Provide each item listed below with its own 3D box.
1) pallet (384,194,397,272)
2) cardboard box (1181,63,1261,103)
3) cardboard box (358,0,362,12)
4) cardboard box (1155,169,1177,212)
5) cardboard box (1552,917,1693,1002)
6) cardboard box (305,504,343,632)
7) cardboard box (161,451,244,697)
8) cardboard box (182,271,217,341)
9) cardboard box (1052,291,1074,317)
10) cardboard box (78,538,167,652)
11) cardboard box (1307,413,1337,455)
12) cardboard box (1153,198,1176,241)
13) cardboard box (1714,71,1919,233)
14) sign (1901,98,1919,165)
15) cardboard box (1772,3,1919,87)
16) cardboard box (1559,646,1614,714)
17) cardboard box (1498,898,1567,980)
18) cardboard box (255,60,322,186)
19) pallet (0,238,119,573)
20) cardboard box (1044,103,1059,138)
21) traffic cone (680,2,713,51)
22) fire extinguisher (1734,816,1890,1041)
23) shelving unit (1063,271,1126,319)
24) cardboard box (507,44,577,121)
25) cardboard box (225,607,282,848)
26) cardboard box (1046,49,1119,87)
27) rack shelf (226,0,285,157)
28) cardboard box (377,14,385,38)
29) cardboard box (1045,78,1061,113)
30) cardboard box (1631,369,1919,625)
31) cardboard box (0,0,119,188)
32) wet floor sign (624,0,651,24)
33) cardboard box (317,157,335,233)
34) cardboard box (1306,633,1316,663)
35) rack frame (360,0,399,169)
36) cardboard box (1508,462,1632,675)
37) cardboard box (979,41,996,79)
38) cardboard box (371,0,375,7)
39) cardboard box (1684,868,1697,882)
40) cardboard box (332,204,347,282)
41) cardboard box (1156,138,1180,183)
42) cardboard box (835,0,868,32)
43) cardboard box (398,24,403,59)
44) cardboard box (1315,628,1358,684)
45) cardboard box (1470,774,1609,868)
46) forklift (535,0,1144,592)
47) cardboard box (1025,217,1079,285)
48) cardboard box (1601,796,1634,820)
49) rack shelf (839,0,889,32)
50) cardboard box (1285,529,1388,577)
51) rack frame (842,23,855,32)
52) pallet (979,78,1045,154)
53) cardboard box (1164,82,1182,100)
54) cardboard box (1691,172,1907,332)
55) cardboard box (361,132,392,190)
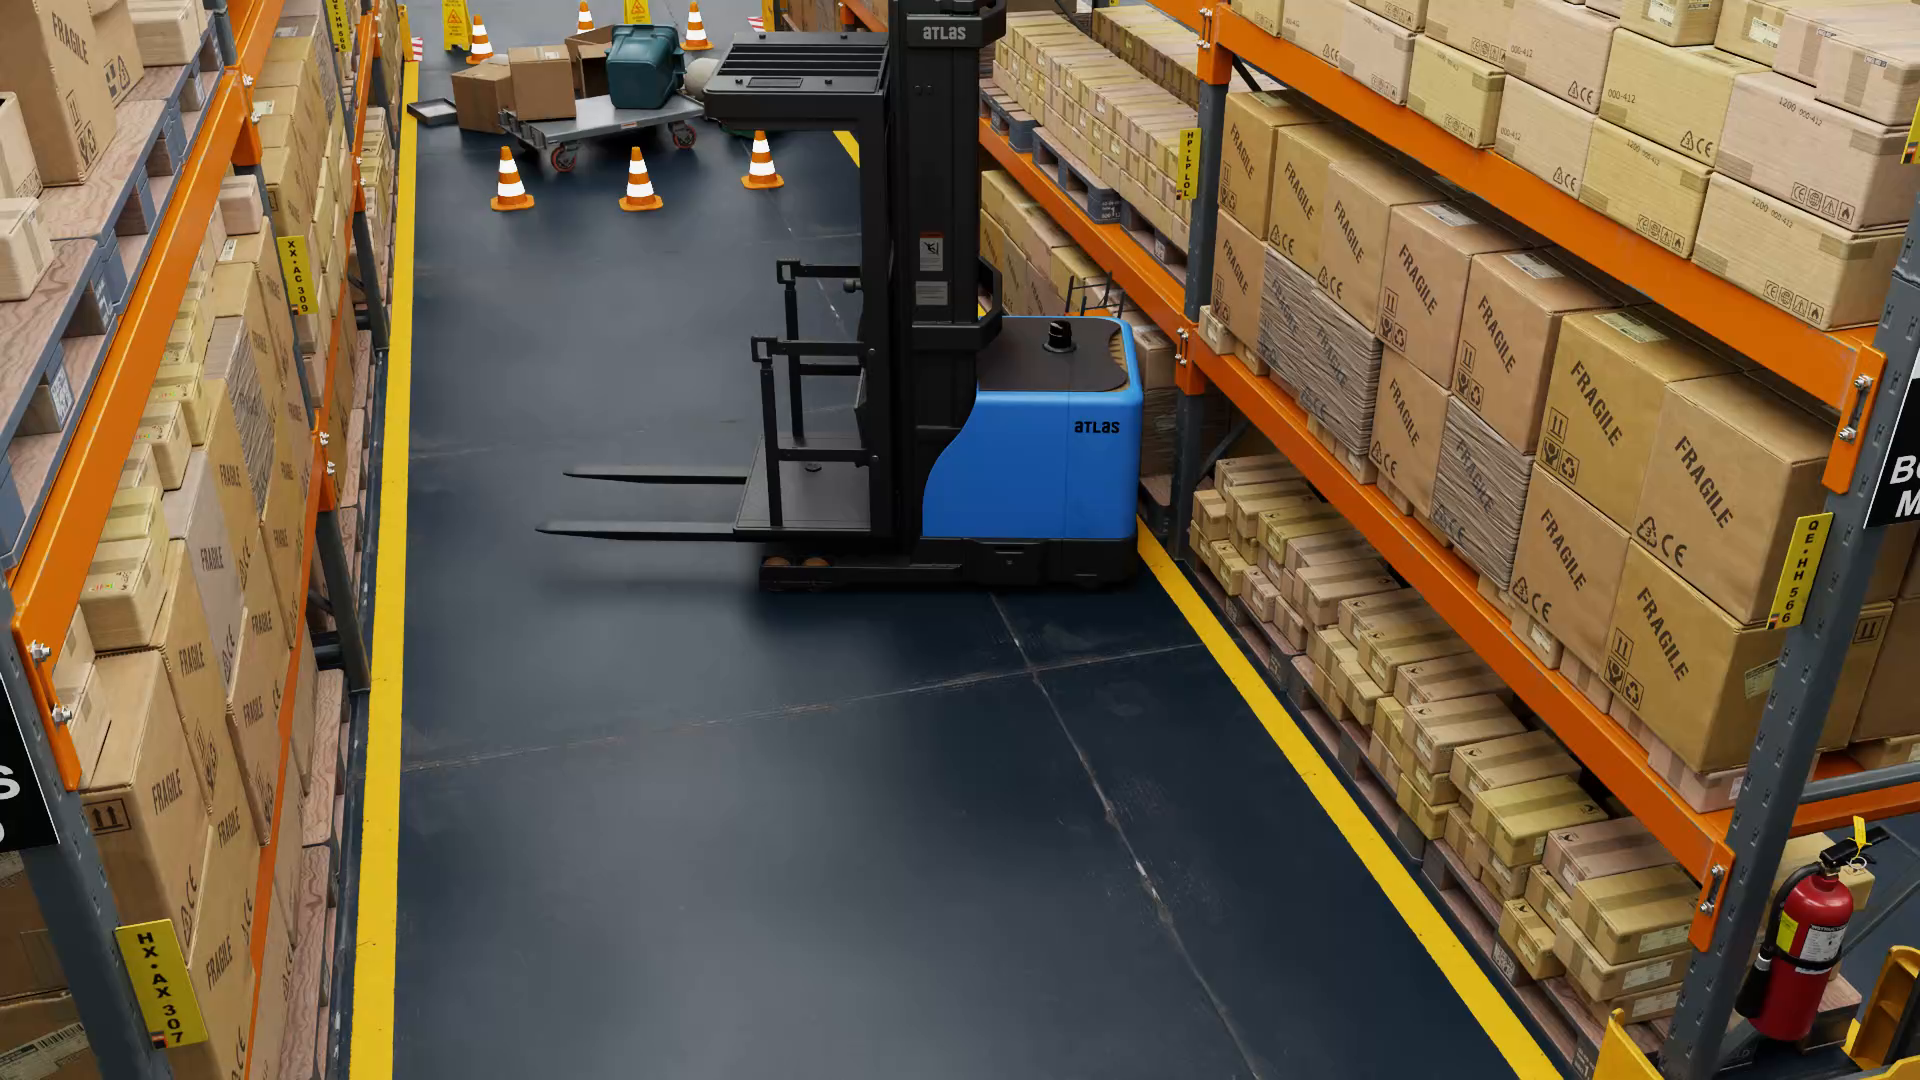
[{"bbox_3d":[-4.763,-2.261,12.446,1.003,0.211,1.213,-8,31,-13],"label":"pallet"},{"bbox_3d":[1.490,-2.613,9.508,0.380,0.149,0.250,-7,31,-12],"label":"cardboard box"},{"bbox_3d":[-4.740,-4.046,12.577,0.380,0.149,0.250,-8,31,-14],"label":"cardboard box"},{"bbox_3d":[1.203,-1.772,8.352,0.380,0.149,0.250,-8,31,-13],"label":"cardboard box"},{"bbox_3d":[2.217,1.361,5.534,0.380,0.149,0.250,-9,31,-15],"label":"cardboard box"},{"bbox_3d":[-3.417,-0.121,7.667,0.875,0.875,0.875,-7,31,-12],"label":"cardboard box"},{"bbox_3d":[-2.254,0.120,4.451,0.500,0.500,0.500,-8,31,-14],"label":"cardboard box"},{"bbox_3d":[-2.579,-0.721,5.256,0.380,0.149,0.250,-8,31,-14],"label":"cardboard box"},{"bbox_3d":[0.863,-1.197,9.900,0.500,0.500,0.500,-9,31,-14],"label":"cardboard box"},{"bbox_3d":[-2.038,0.139,3.771,0.380,0.149,0.250,-7,31,-12],"label":"cardboard box"},{"bbox_3d":[1.662,-0.489,6.851,0.380,0.149,0.250,-7,31,-12],"label":"cardboard box"},{"bbox_3d":[1.204,-1.641,8.423,0.380,0.149,0.250,-8,31,-13],"label":"cardboard box"},{"bbox_3d":[2.264,-0.984,4.112,0.500,0.250,0.500,-9,31,-15],"label":"cardboard box"},{"bbox_3d":[2.092,-0.963,3.541,0.100,0.325,0.005,-8,31,-13],"label":"sign"},{"bbox_3d":[2.269,-1.218,4.119,0.380,0.149,0.250,-7,31,-13],"label":"cardboard box"},{"bbox_3d":[2.162,0.399,5.317,0.380,0.149,0.250,-8,31,-14],"label":"cardboard box"},{"bbox_3d":[2.125,1.369,5.816,0.380,0.149,0.250,-7,31,-12],"label":"cardboard box"},{"bbox_3d":[-3.451,-2.031,8.166,0.500,0.500,0.500,-8,31,-14],"label":"cardboard box"},{"bbox_3d":[-2.321,-0.255,3.291,1.003,0.211,1.213,-8,31,-13],"label":"pallet"},{"bbox_3d":[0.722,-2.521,9.943,0.380,0.149,0.250,-7,31,-12],"label":"cardboard box"},{"bbox_3d":[-2.843,-5.530,17.842,0.336,0.463,0.334,-8,31,-13],"label":"traffic cone"},{"bbox_3d":[2.254,1.032,4.421,0.296,0.674,0.183,-8,31,-13],"label":"fire extinguisher"},{"bbox_3d":[0.673,-0.917,9.127,0.258,1.200,0.189,-10,47,-16],"label":"shelving unit"},{"bbox_3d":[-3.591,-3.931,14.287,0.500,0.500,0.500,-8,31,-13],"label":"cardboard box"},{"bbox_3d":[-2.243,0.560,4.689,0.500,0.500,0.500,-8,31,-14],"label":"cardboard box"},{"bbox_3d":[0.723,-2.784,9.803,0.380,0.149,0.250,-6,31,-11],"label":"cardboard box"},{"bbox_3d":[-3.706,-2.523,7.839,1.077,0.370,4.000,-8,31,-13],"label":"rack shelf"},{"bbox_3d":[-5.170,-4.420,14.322,0.380,0.149,0.250,-7,31,-13],"label":"cardboard box"},{"bbox_3d":[0.724,-2.649,9.868,0.380,0.149,0.250,-8,31,-13],"label":"cardboard box"},{"bbox_3d":[2.271,-0.138,4.599,0.500,0.500,0.500,-8,31,-14],"label":"cardboard box"},{"bbox_3d":[-2.504,-1.199,4.213,0.500,0.500,0.500,-7,31,-12],"label":"cardboard box"},{"bbox_3d":[-3.531,-5.805,18.135,0.267,0.644,0.232,-13,33,-22],"label":"wet floor sign"},{"bbox_3d":[-3.430,-1.711,8.363,0.500,0.250,0.500,-9,31,-15],"label":"cardboard box"},{"bbox_3d":[1.765,0.476,7.359,0.380,0.149,0.250,-9,31,-15],"label":"cardboard box"},{"bbox_3d":[-5.299,-4.434,13.417,1.000,3.000,0.127,-8,31,-13],"label":"rack frame"},{"bbox_3d":[2.133,0.050,5.272,0.500,0.500,0.500,-8,31,-14],"label":"cardboard box"},{"bbox_3d":[0.130,-3.434,11.589,0.500,0.500,0.500,-8,31,-13],"label":"cardboard box"},{"bbox_3d":[-5.073,-4.520,13.816,0.380,0.149,0.250,-8,31,-14],"label":"cardboard box"},{"bbox_3d":[2.631,1.034,5.802,0.380,0.149,0.250,-7,31,-12],"label":"cardboard box"},{"bbox_3d":[-3.421,-1.495,8.488,0.500,0.250,0.500,-8,31,-14],"label":"cardboard box"},{"bbox_3d":[1.203,-1.905,8.285,0.380,0.149,0.250,-9,31,-15],"label":"cardboard box"},{"bbox_3d":[-0.653,-4.716,15.606,0.875,0.875,0.875,-7,31,-13],"label":"cardboard box"},{"bbox_3d":[-5.880,-4.992,16.705,0.500,0.250,0.500,-8,31,-14],"label":"cardboard box"},{"bbox_3d":[1.736,0.484,7.049,0.380,0.149,0.250,-8,31,-14],"label":"cardboard box"},{"bbox_3d":[2.045,0.990,5.878,0.380,0.149,0.250,-9,31,-14],"label":"cardboard box"},{"bbox_3d":[-0.624,-1.276,8.028,3.031,2.935,1.130,1,30,1],"label":"forklift"},{"bbox_3d":[0.712,-1.783,10.163,0.500,0.250,0.500,-8,31,-13],"label":"cardboard box"},{"bbox_3d":[2.572,1.045,6.081,0.380,0.149,0.250,-7,31,-13],"label":"cardboard box"},{"bbox_3d":[-0.022,-3.864,13.149,1.077,0.370,4.000,-8,31,-13],"label":"rack shelf"},{"bbox_3d":[1.684,0.091,7.432,0.380,0.149,0.250,-9,31,-15],"label":"cardboard box"},{"bbox_3d":[-0.553,-5.141,14.638,1.000,3.000,0.127,-8,31,-13],"label":"rack frame"},{"bbox_3d":[0.800,-2.796,10.778,1.213,0.211,1.003,-8,31,-13],"label":"pallet"},{"bbox_3d":[1.423,-2.610,9.800,0.380,0.149,0.250,-7,31,-12],"label":"cardboard box"},{"bbox_3d":[2.256,-0.763,4.230,0.500,0.250,0.500,-9,31,-14],"label":"cardboard box"},{"bbox_3d":[-4.963,-2.879,12.933,0.950,0.372,0.625,-6,31,-10],"label":"cardboard box"}]
